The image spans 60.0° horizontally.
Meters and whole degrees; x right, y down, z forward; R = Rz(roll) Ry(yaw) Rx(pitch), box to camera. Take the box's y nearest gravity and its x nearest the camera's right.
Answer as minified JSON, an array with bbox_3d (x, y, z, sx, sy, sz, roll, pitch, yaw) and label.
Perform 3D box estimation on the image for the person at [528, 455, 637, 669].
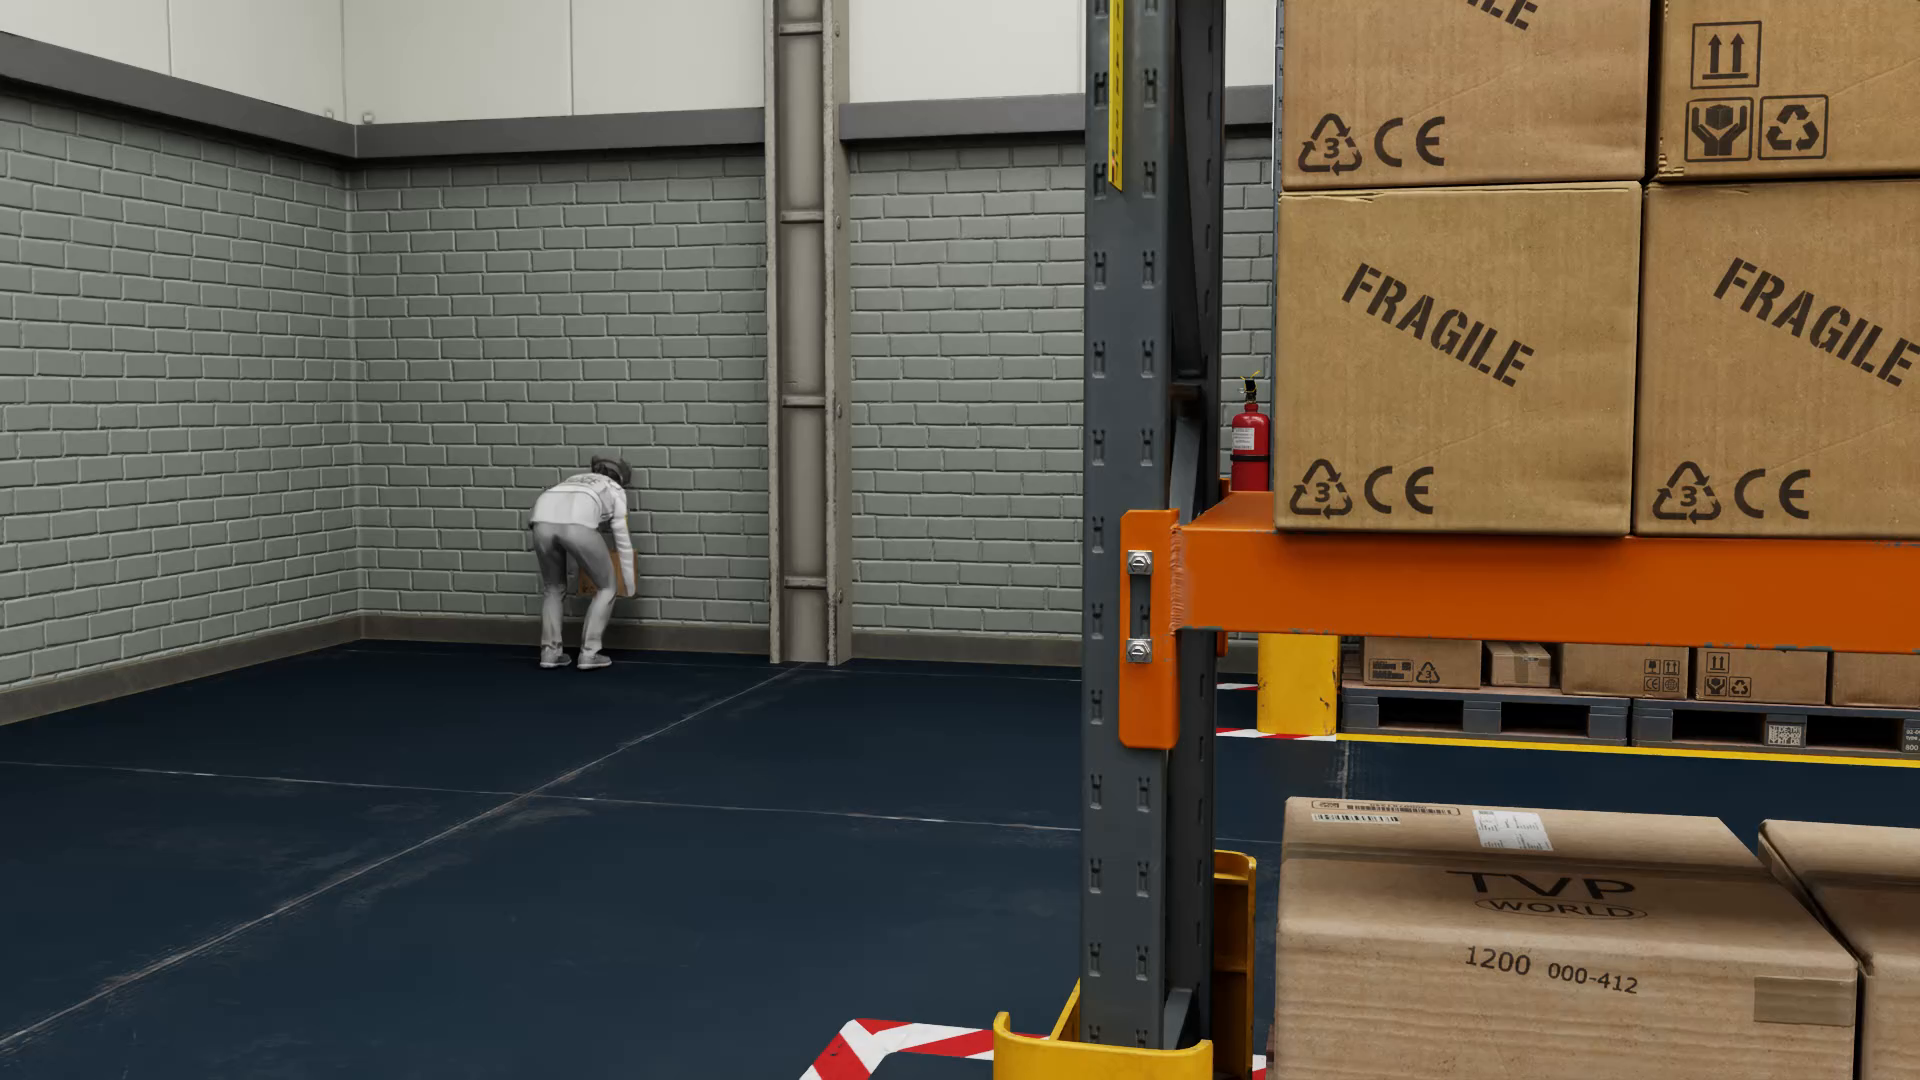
[{"bbox_3d":[-2.095,0.113,9.376,0.436,1.168,0.912,1,5,12],"label":"person"}]
